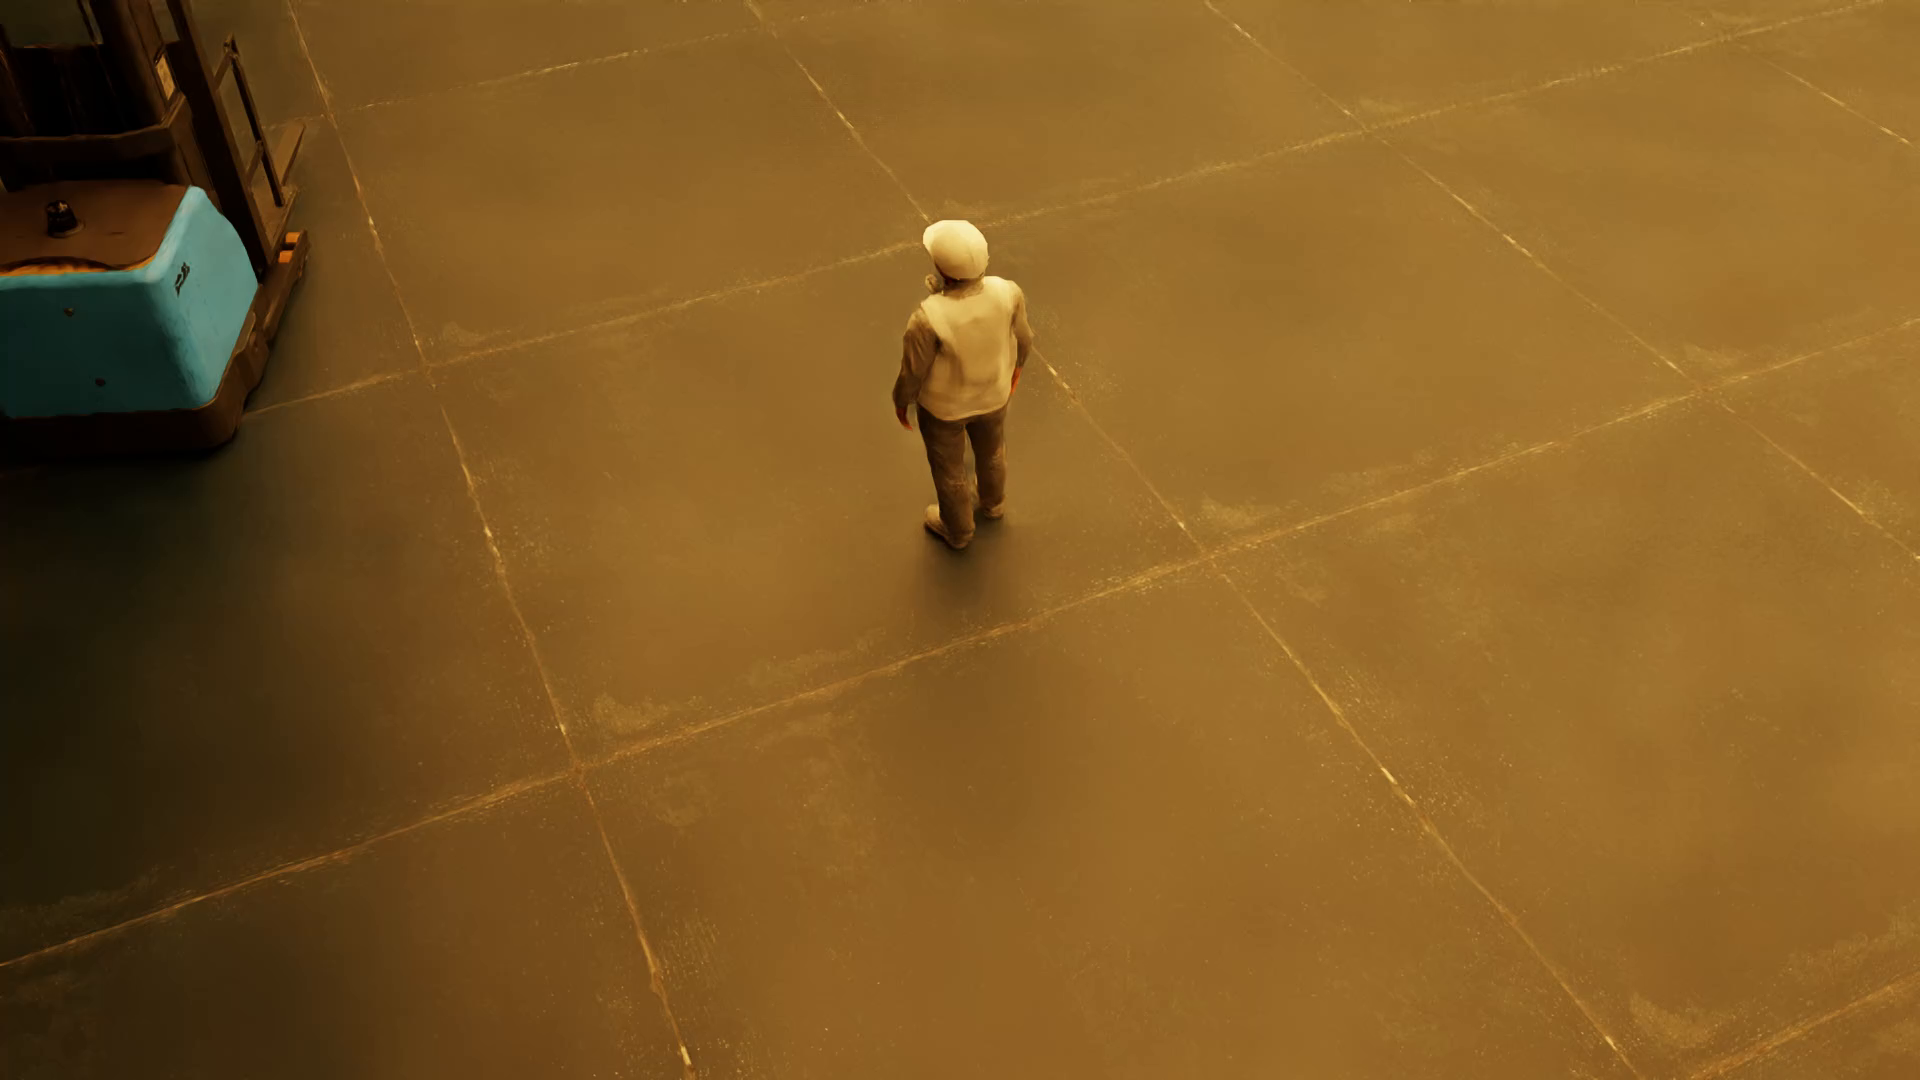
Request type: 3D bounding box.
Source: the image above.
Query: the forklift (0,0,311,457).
[{"bbox_3d":[-4.270,-2.477,8.334,1.130,2.935,3.031,-3,43,-4],"label":"forklift"}]

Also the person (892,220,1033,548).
[{"bbox_3d":[-0.019,-0.695,7.262,0.631,1.773,0.567,-18,46,-18],"label":"person"}]
